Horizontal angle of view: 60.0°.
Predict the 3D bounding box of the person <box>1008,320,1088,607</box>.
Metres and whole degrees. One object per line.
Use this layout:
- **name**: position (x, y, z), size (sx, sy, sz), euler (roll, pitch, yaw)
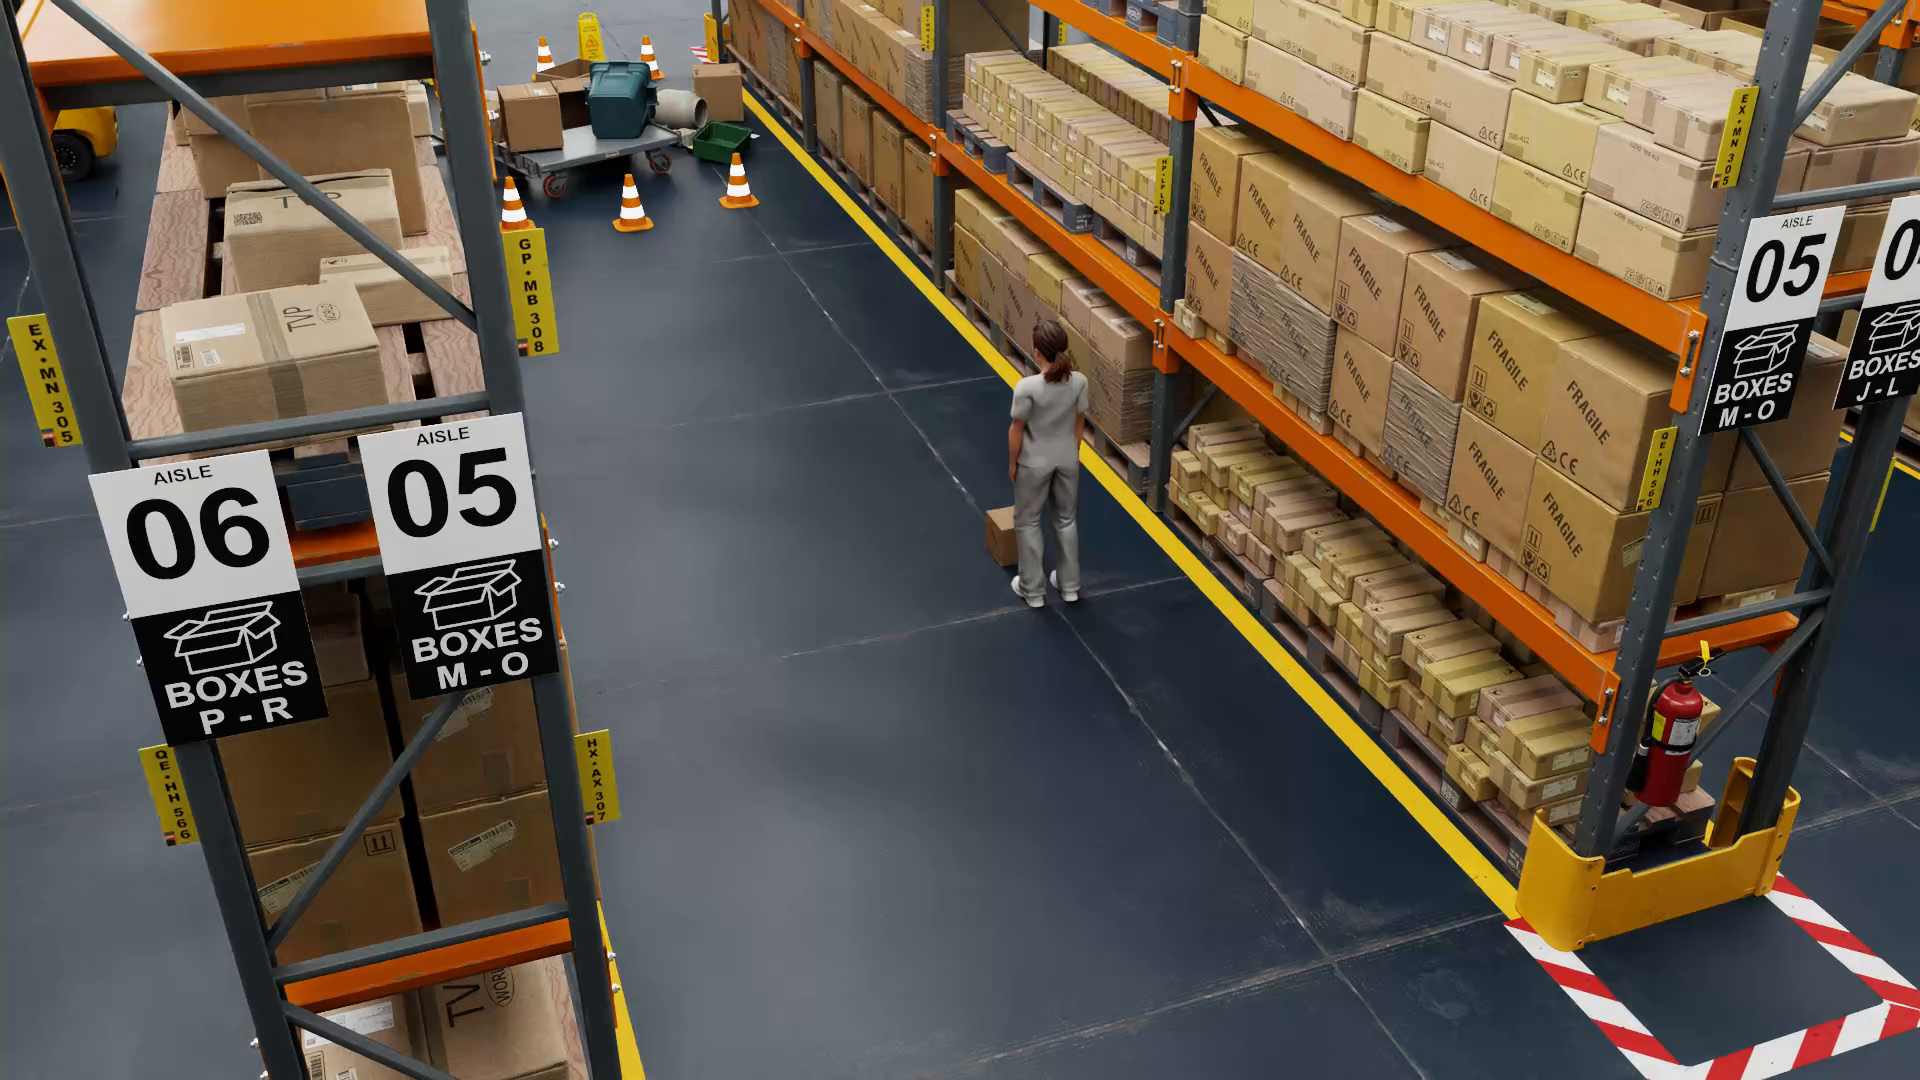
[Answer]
- **person**: position (0.473, -0.405, 9.051), size (0.439, 1.674, 0.359), euler (-10, 31, -17)
